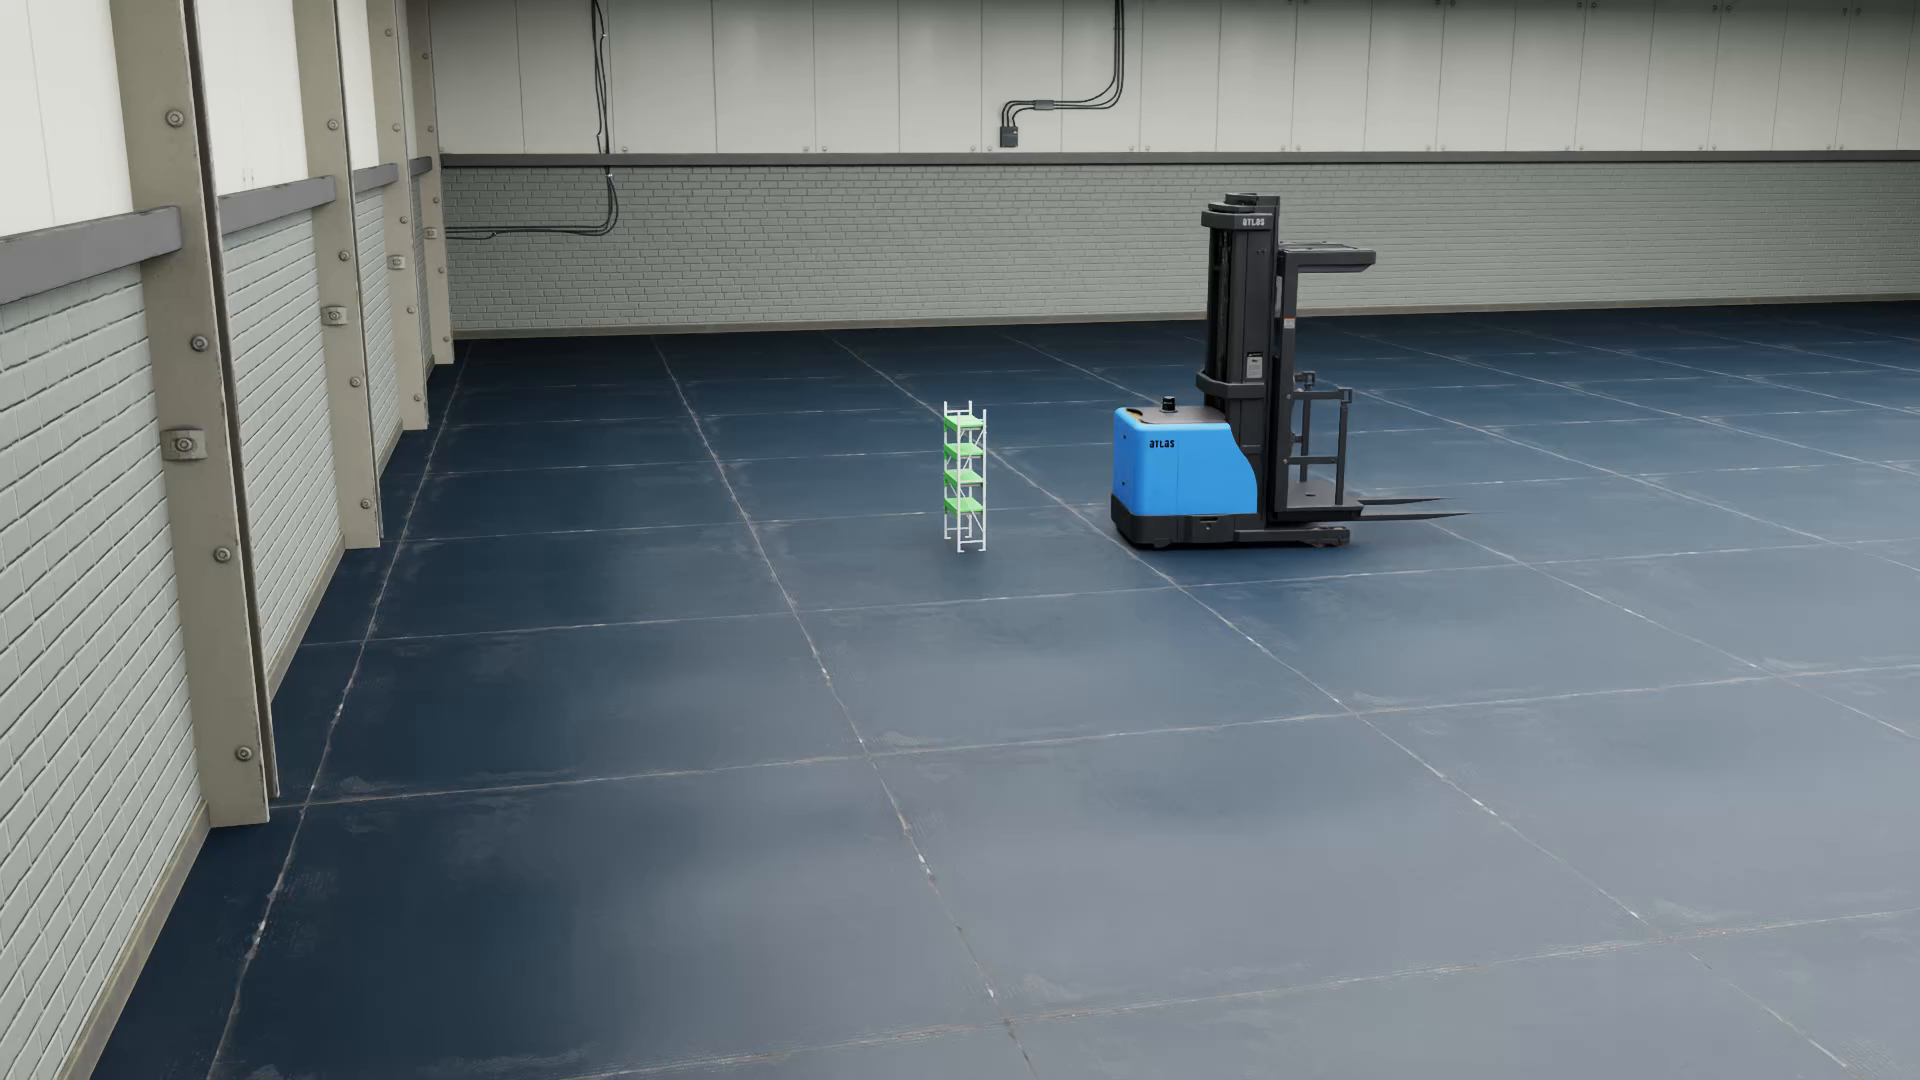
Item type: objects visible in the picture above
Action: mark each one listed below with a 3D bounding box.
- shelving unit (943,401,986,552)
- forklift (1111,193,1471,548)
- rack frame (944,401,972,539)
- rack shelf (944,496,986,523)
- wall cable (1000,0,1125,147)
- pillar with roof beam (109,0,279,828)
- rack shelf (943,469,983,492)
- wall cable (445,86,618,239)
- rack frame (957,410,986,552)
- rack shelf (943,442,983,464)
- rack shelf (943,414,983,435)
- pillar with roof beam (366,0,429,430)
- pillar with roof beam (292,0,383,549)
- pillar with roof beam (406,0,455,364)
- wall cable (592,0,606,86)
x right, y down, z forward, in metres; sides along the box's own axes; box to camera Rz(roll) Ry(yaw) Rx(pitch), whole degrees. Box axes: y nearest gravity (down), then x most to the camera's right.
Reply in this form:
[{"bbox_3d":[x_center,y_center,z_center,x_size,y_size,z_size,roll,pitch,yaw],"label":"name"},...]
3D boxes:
[{"bbox_3d":[0.039,-0.545,14.128,0.258,1.200,0.503,-3,14,-13],"label":"shelving unit"},{"bbox_3d":[2.903,-1.482,14.319,3.031,2.935,1.130,-1,14,-6],"label":"forklift"},{"bbox_3d":[-0.018,-0.601,14.359,0.240,1.200,0.015,-3,14,-13],"label":"rack frame"},{"bbox_3d":[0.039,-0.249,14.200,0.258,0.148,0.480,-3,14,-13],"label":"rack shelf"},{"bbox_3d":[1.859,-10.046,29.421,2.305,6.003,0.169,-3,14,-13],"label":"wall cable"},{"bbox_3d":[0.446,-3.203,8.576,9.100,9.000,0.400,-3,14,-13],"label":"pillar with roof beam"},{"bbox_3d":[0.039,-0.483,14.144,0.258,0.148,0.480,-3,14,-13],"label":"rack shelf"},{"bbox_3d":[-7.373,-6.360,28.042,3.097,2.526,0.112,-3,14,-13],"label":"wall cable"},{"bbox_3d":[0.096,-0.488,13.898,0.240,1.200,0.015,-3,14,-13],"label":"rack frame"},{"bbox_3d":[0.039,-0.716,14.087,0.258,0.148,0.480,-3,14,-13],"label":"rack shelf"},{"bbox_3d":[0.039,-0.949,14.030,0.258,0.148,0.480,-3,14,-13],"label":"rack shelf"},{"bbox_3d":[-2.372,-5.971,19.907,9.100,9.000,0.400,-3,14,-13],"label":"pillar with roof beam"},{"bbox_3d":[-0.963,-4.587,14.241,9.100,9.000,0.400,-3,14,-13],"label":"pillar with roof beam"},{"bbox_3d":[-3.781,-7.355,25.572,9.100,9.000,0.400,-3,14,-13],"label":"pillar with roof beam"},{"bbox_3d":[-4.743,-8.964,28.060,3.097,2.526,0.112,-3,14,-13],"label":"wall cable"}]
